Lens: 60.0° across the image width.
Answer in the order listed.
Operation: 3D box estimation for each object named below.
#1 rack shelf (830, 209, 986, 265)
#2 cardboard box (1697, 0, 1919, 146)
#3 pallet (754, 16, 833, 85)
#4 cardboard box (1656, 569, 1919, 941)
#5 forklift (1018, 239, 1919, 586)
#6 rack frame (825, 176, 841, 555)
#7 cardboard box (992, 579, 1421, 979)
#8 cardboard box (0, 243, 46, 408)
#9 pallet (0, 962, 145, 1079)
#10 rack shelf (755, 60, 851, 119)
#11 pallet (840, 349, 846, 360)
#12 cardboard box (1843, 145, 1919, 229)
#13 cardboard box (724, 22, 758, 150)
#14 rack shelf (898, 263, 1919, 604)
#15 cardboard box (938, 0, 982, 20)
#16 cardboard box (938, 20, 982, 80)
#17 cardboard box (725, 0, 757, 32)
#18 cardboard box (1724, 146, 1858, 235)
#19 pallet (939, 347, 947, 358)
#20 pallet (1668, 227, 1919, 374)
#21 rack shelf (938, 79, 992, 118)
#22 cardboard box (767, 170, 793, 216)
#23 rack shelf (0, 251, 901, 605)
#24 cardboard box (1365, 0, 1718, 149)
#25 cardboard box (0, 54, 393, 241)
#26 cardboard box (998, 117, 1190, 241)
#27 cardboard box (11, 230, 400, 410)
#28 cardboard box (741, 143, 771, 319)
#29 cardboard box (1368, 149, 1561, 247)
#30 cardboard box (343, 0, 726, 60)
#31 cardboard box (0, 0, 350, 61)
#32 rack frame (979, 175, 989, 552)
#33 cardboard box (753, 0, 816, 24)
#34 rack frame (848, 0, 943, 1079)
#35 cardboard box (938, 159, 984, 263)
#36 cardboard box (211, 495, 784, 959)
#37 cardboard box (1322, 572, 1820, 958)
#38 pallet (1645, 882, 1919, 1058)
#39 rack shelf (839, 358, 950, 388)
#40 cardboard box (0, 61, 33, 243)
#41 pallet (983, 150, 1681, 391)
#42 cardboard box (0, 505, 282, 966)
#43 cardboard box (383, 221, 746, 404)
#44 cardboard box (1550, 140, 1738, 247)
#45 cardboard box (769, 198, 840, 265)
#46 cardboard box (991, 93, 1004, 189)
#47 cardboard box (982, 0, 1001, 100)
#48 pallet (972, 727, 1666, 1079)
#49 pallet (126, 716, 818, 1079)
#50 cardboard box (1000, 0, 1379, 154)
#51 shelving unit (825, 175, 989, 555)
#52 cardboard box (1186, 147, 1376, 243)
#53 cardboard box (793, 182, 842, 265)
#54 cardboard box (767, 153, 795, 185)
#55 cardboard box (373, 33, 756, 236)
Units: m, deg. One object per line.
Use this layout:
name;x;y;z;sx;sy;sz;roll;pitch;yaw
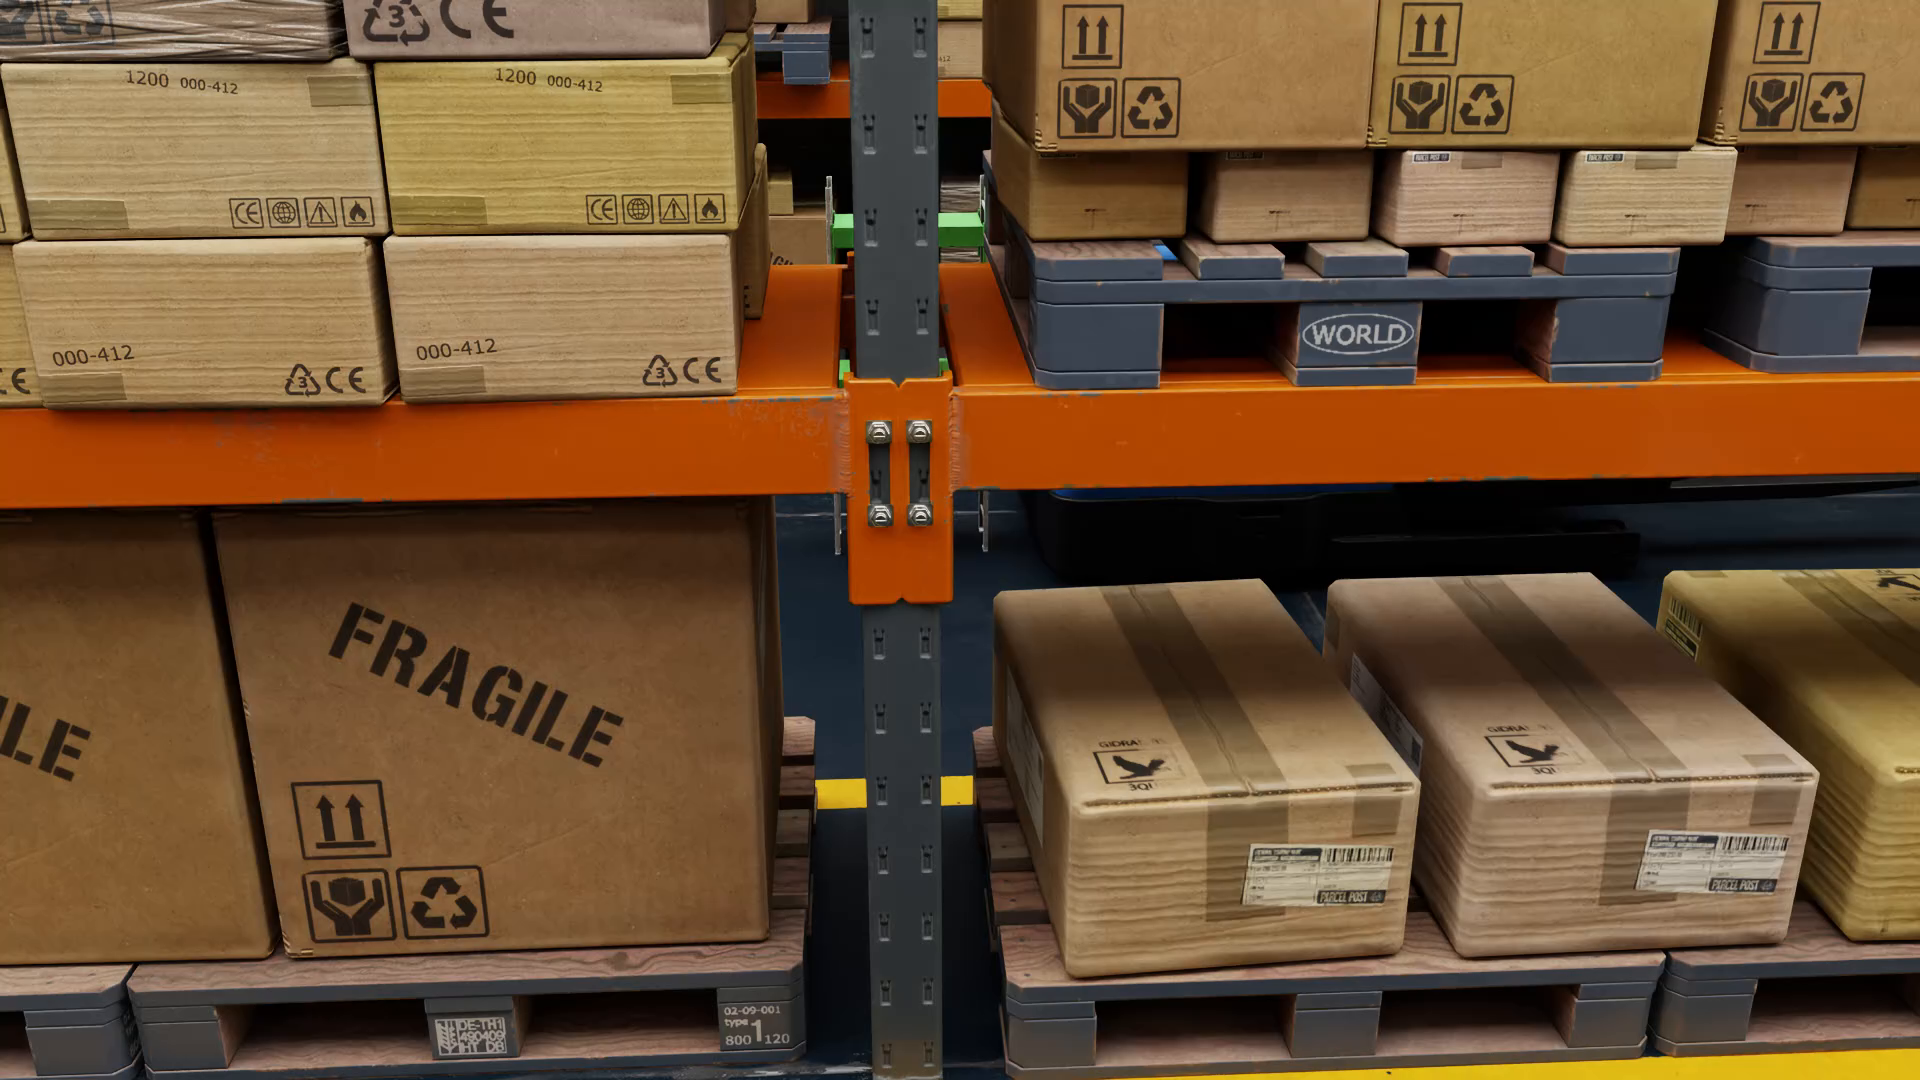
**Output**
rack shelf;-0.165;-0.946;5.251;0.480;0.148;0.258;-1;21;-3
cardboard box;1.389;-0.924;2.682;0.500;0.500;0.500;-1;21;-2
pallet;-1.083;-2.223;7.514;1.003;0.211;1.213;-1;21;-3
cardboard box;1.935;0.404;3.446;0.625;0.372;0.950;0;21;-1
forklift;1.739;-1.430;5.258;3.031;2.935;1.130;-2;21;-5
rack frame;-0.409;-0.552;5.386;0.015;1.200;0.240;-1;21;-3
cardboard box;0.442;0.435;3.364;0.625;0.372;0.950;-3;21;-7
cardboard box;-1.626;-0.395;2.654;0.500;0.250;0.500;-1;21;-4
pallet;-2.130;0.728;3.413;1.213;0.211;1.003;-1;21;-3
rack shelf;-2.407;-1.975;7.603;4.000;0.370;1.077;-1;21;-3
pallet;-1.158;-1.047;8.073;1.213;0.211;1.003;-1;21;-3
cardboard box;1.564;-0.641;2.852;0.250;0.149;0.380;0;21;-1
cardboard box;-0.643;-0.829;3.092;0.500;0.250;0.500;-1;21;-3
rack shelf;1.874;-0.293;3.185;4.000;0.370;1.077;-1;21;-3
cardboard box;0.048;-2.428;7.292;0.500;0.250;0.500;-1;21;-3
cardboard box;0.047;-2.204;7.404;0.500;0.250;0.500;-1;21;-3
cardboard box;-0.629;-1.179;2.957;0.500;0.500;0.500;-2;21;-5
cardboard box;1.284;-0.622;2.801;0.250;0.149;0.380;0;21;0
pallet;0.414;-1.051;8.085;1.213;0.211;1.003;-1;21;-3
pallet;1.851;-0.554;3.129;1.213;0.211;1.003;-1;21;-3
rack shelf;1.587;-2.056;7.817;4.000;0.370;1.077;-1;21;-3
cardboard box;-0.889;-1.583;7.574;0.250;0.149;0.380;-2;21;-6
rack shelf;-2.120;-0.212;2.972;4.000;0.370;1.077;-1;21;-3
cardboard box;0.859;-0.910;2.648;0.500;0.500;0.500;0;21;0
cardboard box;-1.104;-0.640;2.595;0.500;0.250;0.500;-2;21;-4
cardboard box;0.212;-0.608;2.765;0.250;0.149;0.380;-2;21;-6
cardboard box;-1.122;-0.400;2.666;0.500;0.250;0.500;-1;21;-2
cardboard box;-0.626;-0.598;3.186;0.500;0.250;0.500;-2;21;-4
cardboard box;0.772;-0.591;2.720;0.250;0.149;0.380;-3;21;-7
cardboard box;-0.624;-0.999;2.483;0.500;0.500;0.500;-2;21;-5
cardboard box;-1.136;-0.986;2.448;0.500;0.500;0.500;-1;21;-2
rack frame;0.078;-0.562;5.412;0.015;1.200;0.240;-1;21;-3
cardboard box;-0.933;-2.640;7.608;0.500;0.500;0.500;0;21;-1
rack frame;-0.123;-0.588;2.951;0.127;3.000;1.000;-1;21;-3
cardboard box;0.213;-1.446;7.950;0.625;0.625;0.875;-1;21;-1
cardboard box;-0.817;0.193;3.295;0.875;0.875;0.875;-1;21;-4
cardboard box;1.178;0.418;3.411;0.625;0.372;0.950;-2;21;-4
pallet;1.872;0.676;3.549;1.213;0.211;1.003;-1;21;-3
rack shelf;-0.165;-0.498;5.421;0.480;0.148;0.258;-1;21;-3
cardboard box;-1.614;-0.622;2.548;0.500;0.250;0.500;-2;21;-4
pallet;0.582;-0.551;3.122;1.003;0.211;1.213;-1;21;-3
cardboard box;-1.708;0.209;3.251;0.875;0.875;0.875;-1;21;-2
cardboard box;-0.613;-0.416;2.708;0.500;0.250;0.500;-2;21;-5
cardboard box;1.048;-0.589;2.715;0.250;0.149;0.380;-1;21;-3
cardboard box;-0.820;-1.295;7.729;0.500;0.500;0.500;-1;21;-1
cardboard box;0.191;-0.757;3.158;0.250;0.149;0.380;0;21;-1
cardboard box;0.315;-1.078;3.089;0.500;0.500;0.500;-2;21;-5
pallet;0.657;0.699;3.487;1.213;0.211;1.003;-1;21;-3
pallet;-0.914;0.704;3.475;1.213;0.211;1.003;-1;21;-3
cardboard box;0.339;-0.897;2.613;0.500;0.500;0.500;-2;21;-5
shelving unit;-0.165;-0.557;5.399;0.503;1.200;0.258;-1;21;-3
cardboard box;0.496;-0.602;2.748;0.250;0.149;0.380;-2;21;-6
cardboard box;-0.847;-1.471;8.191;0.500;0.500;0.500;0;21;-1
cardboard box;-0.949;-1.783;8.099;0.250;0.149;0.380;0;21;0
cardboard box;-0.592;-0.652;2.626;0.500;0.250;0.500;-1;21;-3
